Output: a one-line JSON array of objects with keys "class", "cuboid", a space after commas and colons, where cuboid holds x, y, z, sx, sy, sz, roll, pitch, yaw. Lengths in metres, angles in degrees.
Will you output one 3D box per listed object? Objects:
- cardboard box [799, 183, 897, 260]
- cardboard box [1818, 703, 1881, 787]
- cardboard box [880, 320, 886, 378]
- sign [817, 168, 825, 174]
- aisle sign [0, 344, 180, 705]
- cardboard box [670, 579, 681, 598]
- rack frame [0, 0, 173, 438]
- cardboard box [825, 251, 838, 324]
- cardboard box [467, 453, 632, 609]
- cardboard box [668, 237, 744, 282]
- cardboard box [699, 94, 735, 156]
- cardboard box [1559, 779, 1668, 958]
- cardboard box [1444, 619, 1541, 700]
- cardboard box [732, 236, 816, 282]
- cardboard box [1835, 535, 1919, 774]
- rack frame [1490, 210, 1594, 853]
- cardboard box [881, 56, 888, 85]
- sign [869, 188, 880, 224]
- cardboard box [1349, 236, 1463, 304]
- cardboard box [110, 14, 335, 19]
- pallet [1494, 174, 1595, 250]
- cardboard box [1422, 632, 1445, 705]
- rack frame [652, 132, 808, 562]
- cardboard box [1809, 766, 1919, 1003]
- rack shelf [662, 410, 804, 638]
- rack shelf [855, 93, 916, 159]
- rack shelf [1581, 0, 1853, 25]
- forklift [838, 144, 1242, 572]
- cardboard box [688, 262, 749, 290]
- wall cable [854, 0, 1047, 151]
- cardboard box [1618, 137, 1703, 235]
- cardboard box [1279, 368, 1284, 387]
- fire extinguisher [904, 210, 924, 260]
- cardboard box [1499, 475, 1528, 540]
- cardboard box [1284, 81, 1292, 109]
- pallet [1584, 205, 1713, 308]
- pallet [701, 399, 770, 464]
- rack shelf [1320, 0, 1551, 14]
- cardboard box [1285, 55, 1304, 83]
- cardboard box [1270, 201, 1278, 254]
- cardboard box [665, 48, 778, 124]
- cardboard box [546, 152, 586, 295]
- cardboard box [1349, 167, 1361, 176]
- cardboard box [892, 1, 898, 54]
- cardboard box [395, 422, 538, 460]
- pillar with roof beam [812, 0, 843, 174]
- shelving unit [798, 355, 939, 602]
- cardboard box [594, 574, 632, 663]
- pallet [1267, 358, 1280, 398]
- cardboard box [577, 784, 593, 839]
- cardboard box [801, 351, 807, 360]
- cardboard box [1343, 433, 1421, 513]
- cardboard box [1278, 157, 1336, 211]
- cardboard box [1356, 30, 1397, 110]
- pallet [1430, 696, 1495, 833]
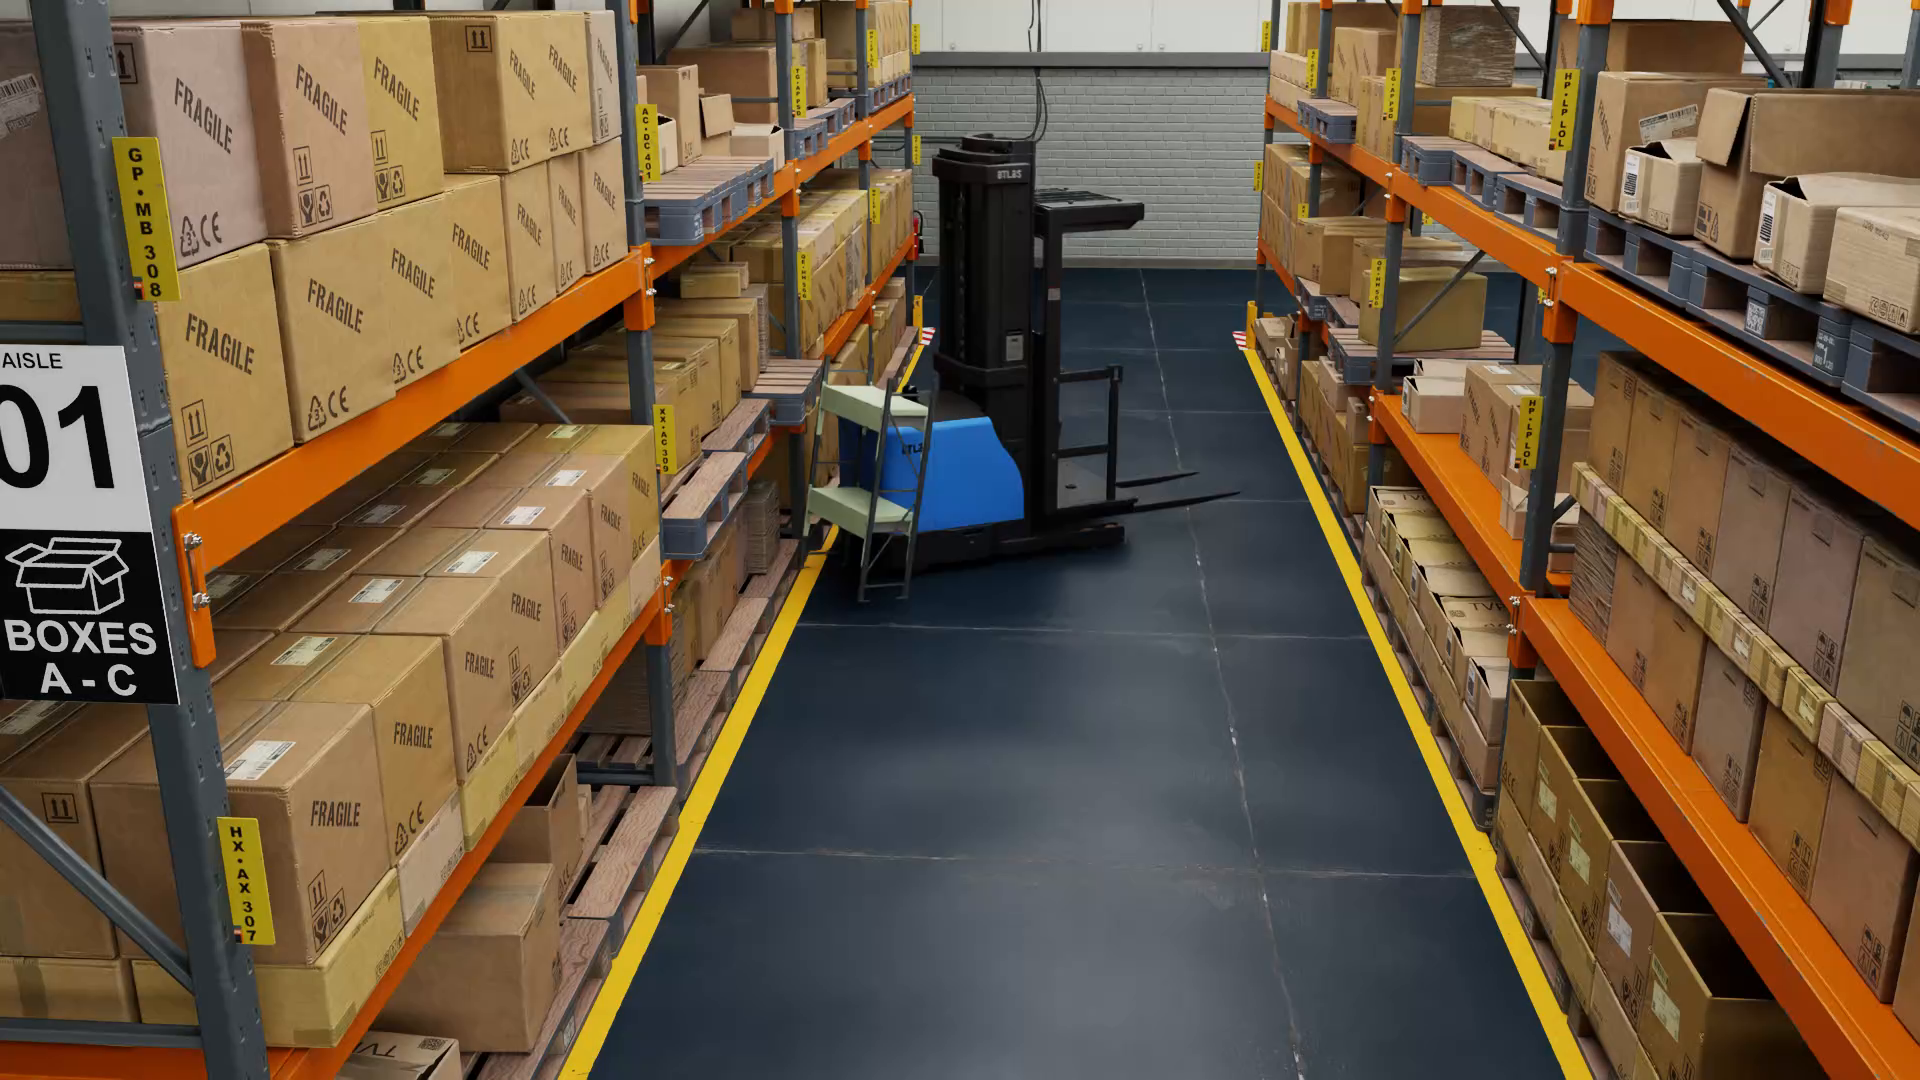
[{"class": "cardboard box", "cuboid": [-1.168, -3.306, 17.213, 0.980, 0.700, 0.700, 0, 18, 1]}, {"class": "cardboard box", "cuboid": [2.651, 0.576, 4.644, 0.380, 0.149, 0.250, 2, 18, 5]}, {"class": "cardboard box", "cuboid": [-1.128, -1.940, 16.867, 0.700, 0.500, 0.500, 1, 18, 3]}, {"class": "sign", "cuboid": [-1.589, -4.248, 19.053, 0.100, 0.325, 0.005, 1, 18, 4]}, {"class": "aisle sign", "cuboid": [-1.889, -0.022, 3.498, 0.394, 0.787, 0.004, 1, 18, 4]}, {"class": "cardboard box", "cuboid": [-1.832, 0.199, 9.103, 0.500, 0.250, 0.500, 1, 18, 3]}, {"class": "rack frame", "cuboid": [-2.183, -1.666, 3.057, 1.000, 3.000, 0.127, 1, 18, 4]}, {"class": "cardboard box", "cuboid": [-1.236, -1.960, 12.918, 0.500, 0.500, 0.500, 1, 18, 4]}, {"class": "cardboard box", "cuboid": [-1.652, -0.044, 6.743, 0.500, 0.500, 0.500, 1, 18, 4]}, {"class": "cardboard box", "cuboid": [-1.836, -2.002, 11.839, 0.500, 0.250, 0.500, 2, 18, 5]}, {"class": "cardboard box", "cuboid": [-1.795, -2.384, 9.865, 0.797, 0.503, 0.637, 4, 19, 12]}, {"class": "cardboard box", "cuboid": [2.628, 1.250, 6.328, 0.500, 0.500, 0.500, 1, 18, 4]}, {"class": "cardboard box", "cuboid": [2.819, 0.598, 8.621, 0.500, 0.311, 0.500, 2, 18, 5]}, {"class": "cardboard box", "cuboid": [-1.318, -1.999, 11.832, 0.500, 0.250, 0.500, 2, 18, 5]}, {"class": "cardboard box", "cuboid": [2.840, 0.305, 4.430, 0.700, 0.500, 0.500, 1, 18, 2]}, {"class": "rack frame", "cuboid": [3.045, 0.052, 7.448, 1.000, 3.000, 0.127, 1, 18, 4]}, {"class": "cardboard box", "cuboid": [-0.960, -4.510, 15.959, 0.500, 0.250, 0.500, 1, 18, 3]}, {"class": "sign", "cuboid": [-0.781, -3.046, 15.169, 0.100, 0.325, 0.005, 1, 18, 4]}, {"class": "cardboard box", "cuboid": [3.553, -2.130, 13.271, 0.700, 0.500, 0.500, -3, 18, -10]}, {"class": "cardboard box", "cuboid": [-2.284, -1.391, 5.236, 0.500, 0.500, 0.500, 1, 18, 4]}, {"class": "pallet", "cuboid": [3.095, -1.557, 7.848, 0.805, 0.209, 1.217, 1, 18, 2]}, {"class": "cardboard box", "cuboid": [2.860, 0.707, 9.188, 0.500, 0.250, 0.500, 2, 18, 5]}, {"class": "rack frame", "cuboid": [-1.610, -1.300, 11.574, 1.000, 3.000, 0.127, 1, 18, 4]}, {"class": "cardboard box", "cuboid": [2.837, 0.938, 4.581, 0.700, 0.500, 0.500, 2, 18, 5]}, {"class": "rack shelf", "cuboid": [-1.753, -0.337, 9.790, 1.077, 0.370, 4.000, 1, 18, 4]}, {"class": "rack shelf", "cuboid": [-1.180, -4.247, 16.906, 1.077, 0.370, 4.000, 1, 18, 4]}, {"class": "rack shelf", "cuboid": [2.901, -1.646, 4.793, 1.077, 0.370, 4.000, 1, 18, 4]}, {"class": "forklift", "cuboid": [0.660, -1.426, 12.170, 3.031, 2.867, 1.129, -8, 20, -23]}, {"class": "cardboard box", "cuboid": [-1.605, -1.757, 11.060, 0.380, 0.149, 0.250, -1, 18, -3]}, {"class": "wall cable", "cuboid": [-0.274, -6.909, 24.042, 3.097, 2.526, 0.112, 1, 18, 4]}, {"class": "cardboard box", "cuboid": [2.707, -1.279, 5.937, 0.500, 0.311, 0.500, 0, 18, 1]}, {"class": "cardboard box", "cuboid": [3.343, -1.588, 16.325, 0.380, 0.149, 0.250, 1, 18, 4]}, {"class": "fire extinguisher", "cuboid": [-0.565, -3.607, 19.338, 0.296, 0.674, 0.183, 1, 18, 4]}, {"class": "cardboard box", "cuboid": [2.925, -0.162, 8.315, 0.396, 0.266, 0.258, 1, 18, 3]}, {"class": "cardboard box", "cuboid": [3.502, -4.410, 16.488, 0.500, 0.250, 0.500, 1, 18, 4]}, {"class": "pallet", "cuboid": [3.009, -1.066, 6.185, 1.003, 0.211, 1.213, 1, 18, 4]}, {"class": "pallet", "cuboid": [-1.711, -0.593, 9.724, 1.003, 0.211, 1.213, 1, 18, 4]}, {"class": "rack shelf", "cuboid": [3.475, -4.131, 12.376, 1.077, 0.370, 4.000, 1, 18, 4]}, {"class": "cardboard box", "cuboid": [3.496, -4.648, 16.410, 0.500, 0.250, 0.500, 1, 18, 4]}, {"class": "cardboard box", "cuboid": [3.540, -3.275, 17.439, 0.500, 0.500, 0.500, 1, 18, 4]}, {"class": "cardboard box", "cuboid": [-1.633, -3.131, 11.477, 0.700, 0.500, 0.500, 0, 18, 0]}, {"class": "cardboard box", "cuboid": [-1.735, -1.221, 6.323, 0.500, 0.500, 0.500, 0, 18, -1]}, {"class": "cardboard box", "cuboid": [3.969, -3.256, 15.776, 0.500, 0.500, 0.500, 1, 18, 2]}, {"class": "cardboard box", "cuboid": [-0.892, -5.192, 16.834, 0.500, 0.500, 0.500, 0, 18, 1]}, {"class": "cardboard box", "cuboid": [-2.139, -0.211, 7.255, 0.500, 0.500, 0.500, 1, 18, 3]}, {"class": "pillar with roof beam", "cuboid": [2.588, -7.397, 20.547, 9.100, 9.000, 0.400, 1, 18, 4]}, {"class": "shelving unit", "cuboid": [-0.630, -0.424, 11.172, 0.431, 1.500, 0.755, -3, 19, -39]}, {"class": "cardboard box", "cuboid": [-1.672, 0.312, 6.861, 0.500, 0.250, 0.500, 1, 18, 4]}, {"class": "pallet", "cuboid": [3.753, -1.701, 17.276, 1.003, 0.211, 1.213, 1, 18, 4]}, {"class": "cardboard box", "cuboid": [-1.905, 1.246, 7.646, 0.380, 0.166, 0.250, -1, 18, -3]}, {"class": "cardboard box", "cuboid": [-1.328, -1.365, 12.144, 0.380, 0.149, 0.250, 2, 18, 5]}, {"class": "cardboard box", "cuboid": [3.164, -0.508, 12.463, 0.500, 0.500, 0.500, 2, 18, 6]}, {"class": "cardboard box", "cuboid": [3.504, -3.591, 16.797, 0.500, 0.500, 0.500, 1, 18, 3]}, {"class": "cardboard box", "cuboid": [3.416, -3.584, 12.731, 0.600, 0.600, 0.600, 1, 18, 2]}, {"class": "pallet", "cuboid": [3.059, 1.147, 8.584, 1.003, 0.211, 1.213, 1, 18, 4]}]
